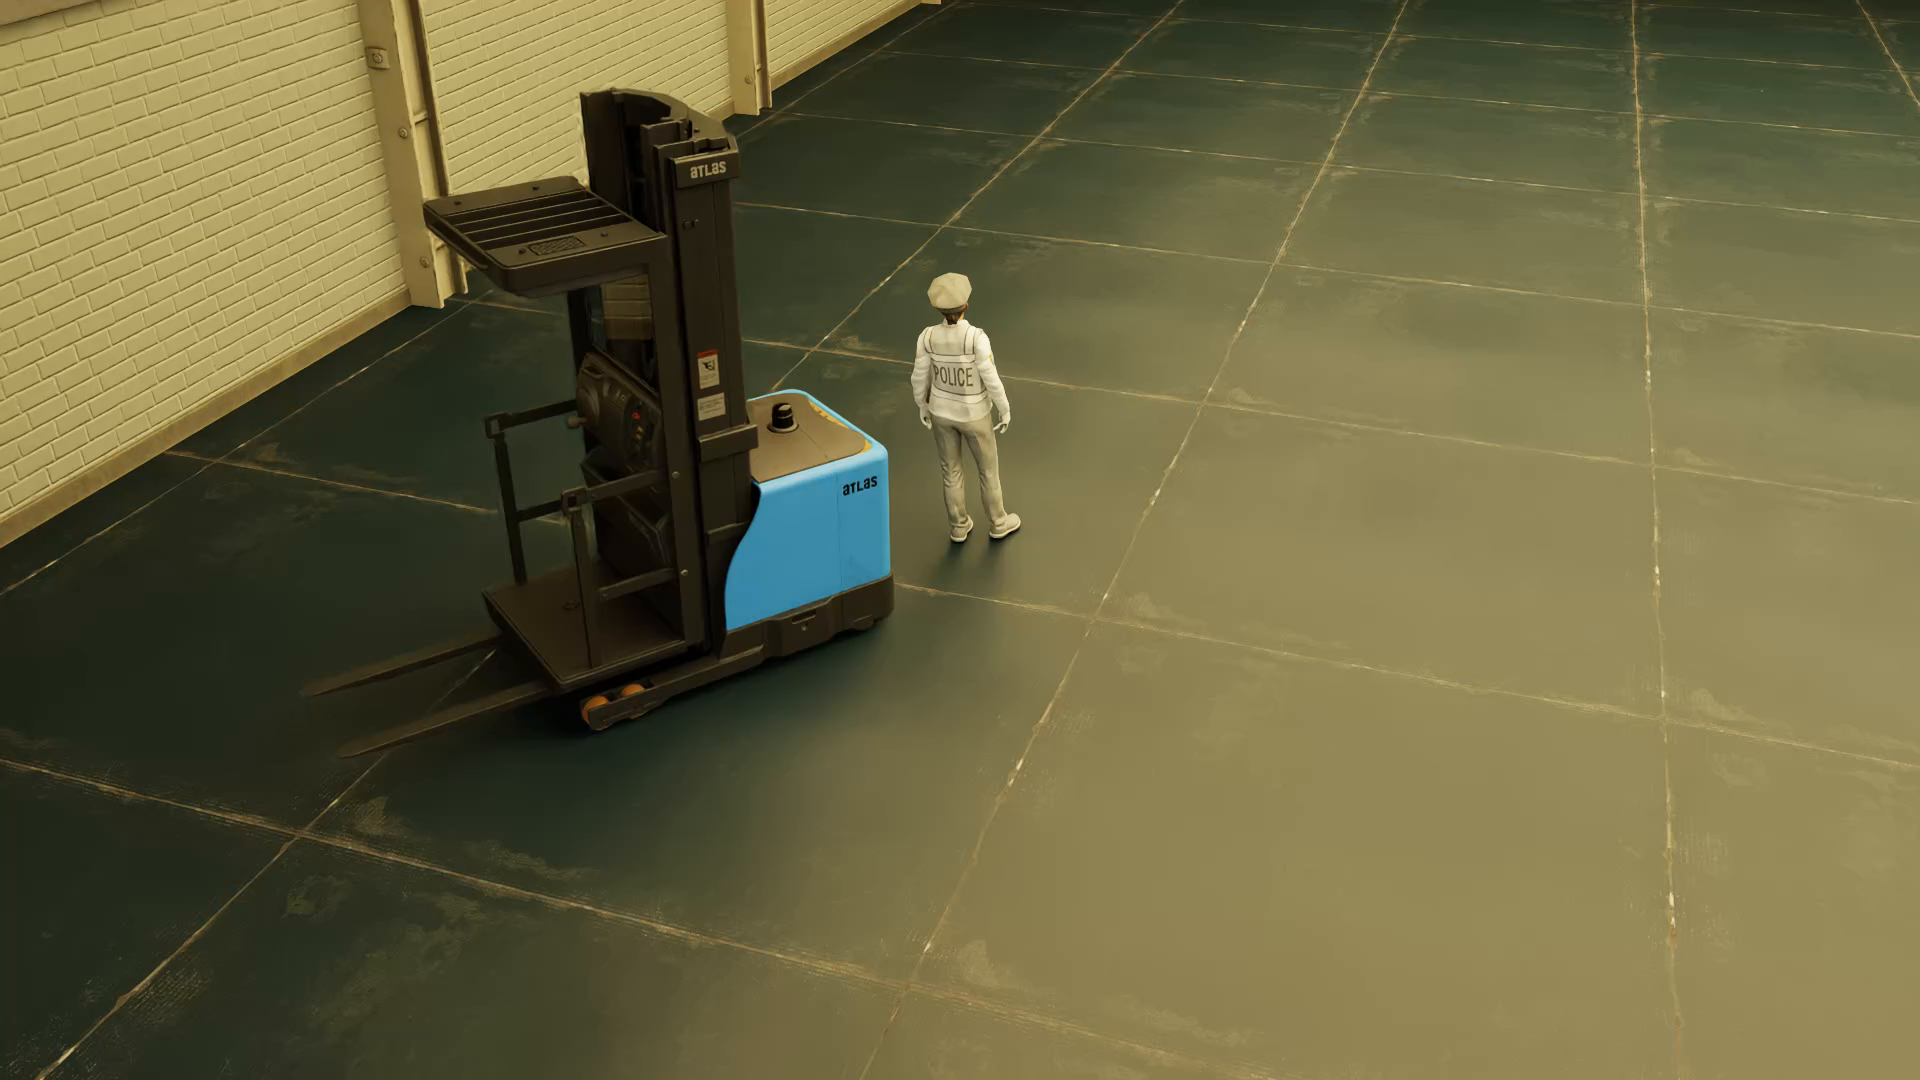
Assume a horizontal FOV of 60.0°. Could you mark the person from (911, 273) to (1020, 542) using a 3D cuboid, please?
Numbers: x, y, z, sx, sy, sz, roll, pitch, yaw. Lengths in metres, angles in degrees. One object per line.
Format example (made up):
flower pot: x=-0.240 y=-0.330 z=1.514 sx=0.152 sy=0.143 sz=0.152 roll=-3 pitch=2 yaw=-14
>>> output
person: x=0.029 y=-0.773 z=9.727 sx=0.586 sy=1.694 sz=0.531 roll=10 pitch=31 yaw=16

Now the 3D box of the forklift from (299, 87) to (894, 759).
forklift: x=-1.871 y=-0.610 z=8.206 sx=3.031 sy=2.935 sz=1.130 roll=-19 pitch=35 yaw=-29
